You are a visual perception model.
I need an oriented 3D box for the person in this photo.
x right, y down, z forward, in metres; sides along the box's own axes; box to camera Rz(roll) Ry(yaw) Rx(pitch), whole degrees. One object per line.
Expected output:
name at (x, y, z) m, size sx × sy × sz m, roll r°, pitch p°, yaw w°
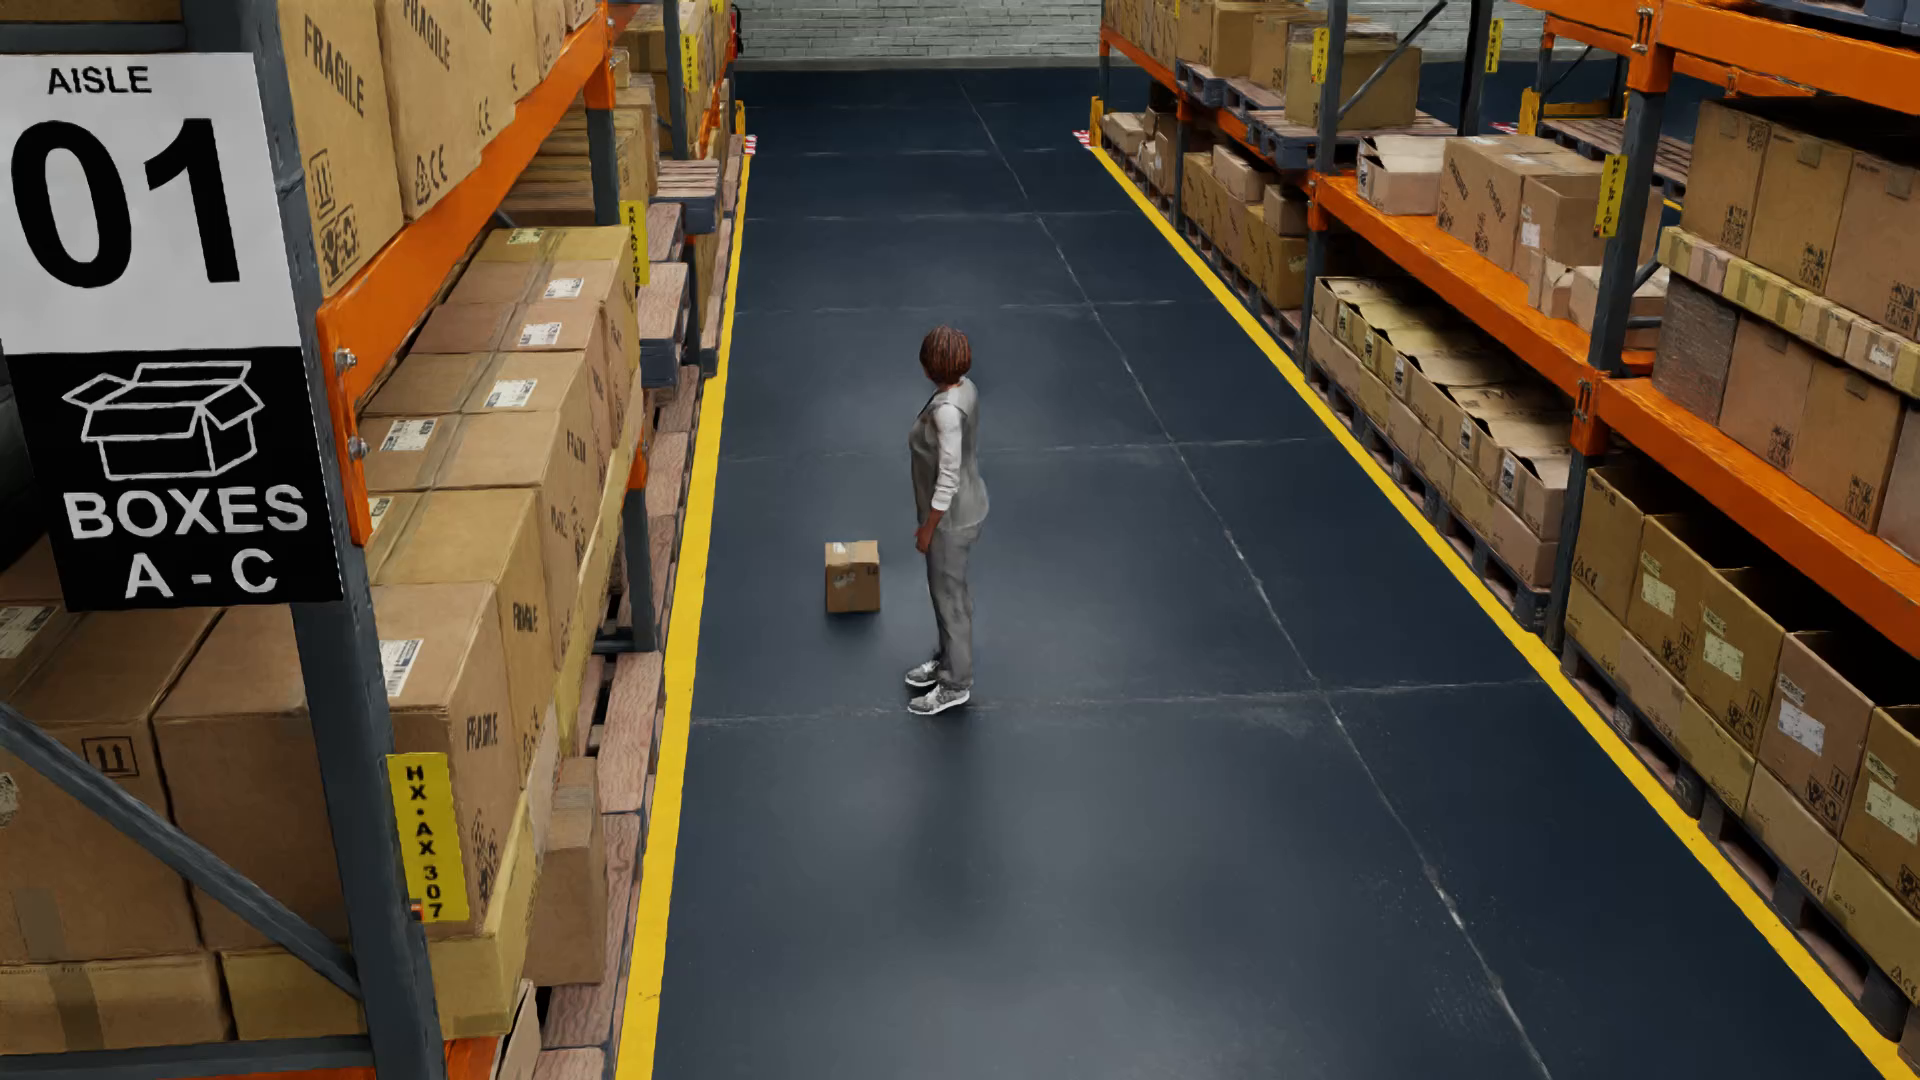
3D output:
person at (-0.061, -0.081, 6.774) m, size 0.362 × 1.632 × 0.460 m, roll 4°, pitch 24°, yaw 8°
